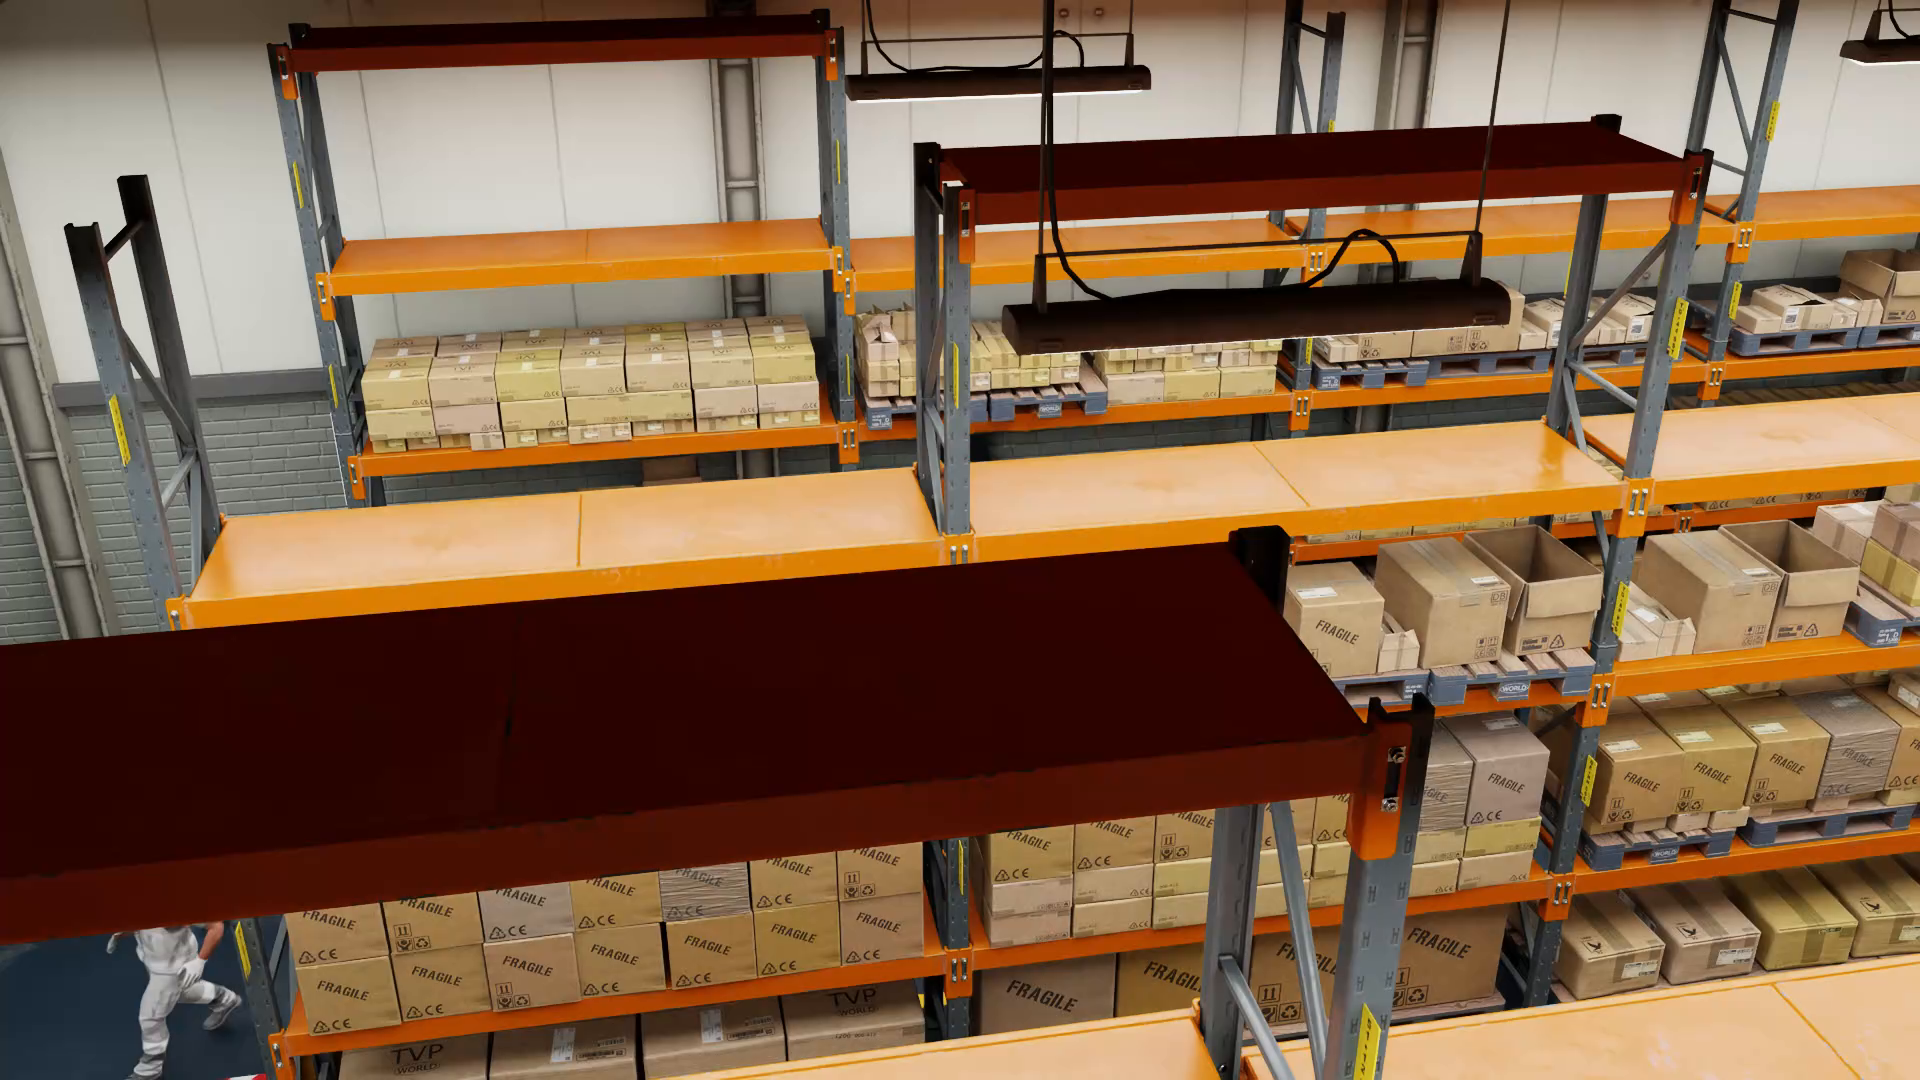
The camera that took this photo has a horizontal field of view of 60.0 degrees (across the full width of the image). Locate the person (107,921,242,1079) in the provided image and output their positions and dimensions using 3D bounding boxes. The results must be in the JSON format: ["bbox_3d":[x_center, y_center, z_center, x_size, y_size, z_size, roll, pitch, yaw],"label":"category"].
[{"bbox_3d":[-5.065,2.701,10.634,0.728,1.766,0.929,20,32,35],"label":"person"}]
